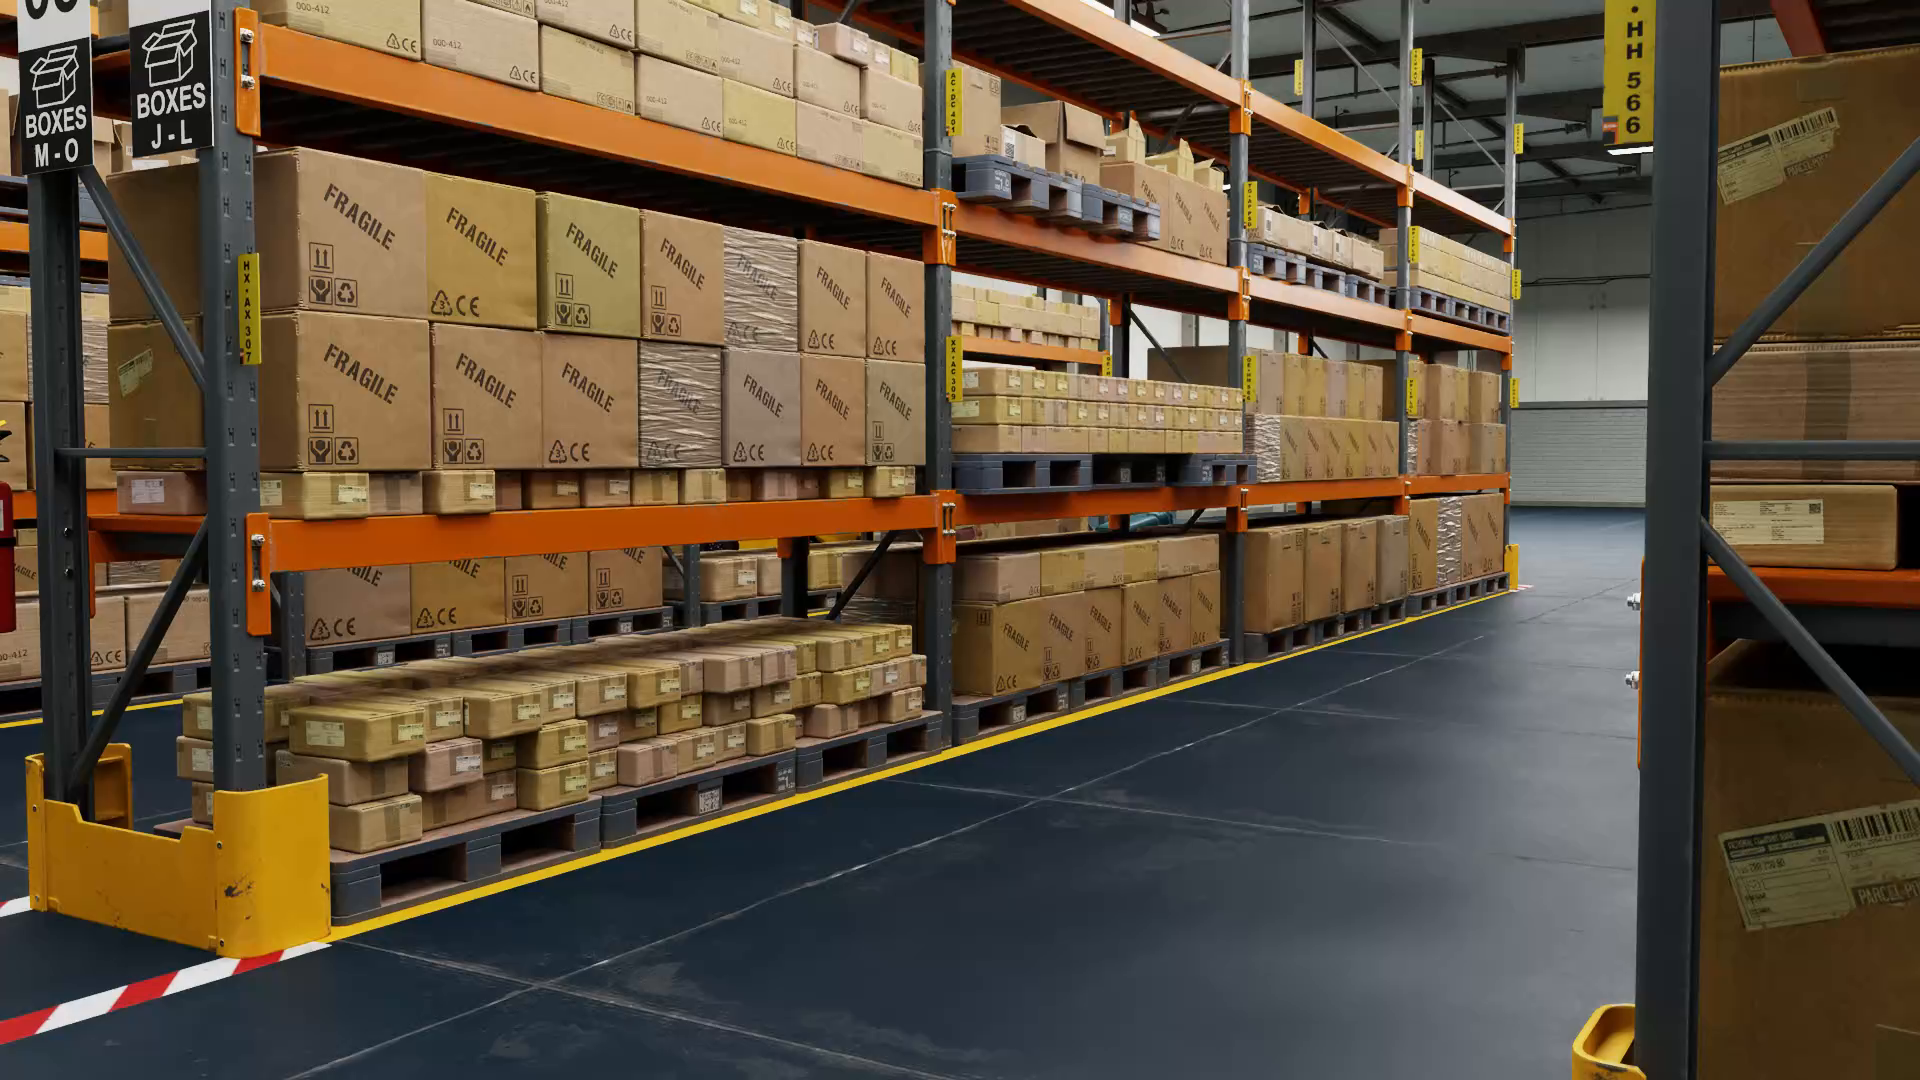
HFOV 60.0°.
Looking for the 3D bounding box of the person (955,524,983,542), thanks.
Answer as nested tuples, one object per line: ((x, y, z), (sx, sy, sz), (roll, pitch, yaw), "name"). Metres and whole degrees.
((-0.033, -0.077, 14.803), (0.512, 1.650, 0.348), (2, 3, 29), "person")
